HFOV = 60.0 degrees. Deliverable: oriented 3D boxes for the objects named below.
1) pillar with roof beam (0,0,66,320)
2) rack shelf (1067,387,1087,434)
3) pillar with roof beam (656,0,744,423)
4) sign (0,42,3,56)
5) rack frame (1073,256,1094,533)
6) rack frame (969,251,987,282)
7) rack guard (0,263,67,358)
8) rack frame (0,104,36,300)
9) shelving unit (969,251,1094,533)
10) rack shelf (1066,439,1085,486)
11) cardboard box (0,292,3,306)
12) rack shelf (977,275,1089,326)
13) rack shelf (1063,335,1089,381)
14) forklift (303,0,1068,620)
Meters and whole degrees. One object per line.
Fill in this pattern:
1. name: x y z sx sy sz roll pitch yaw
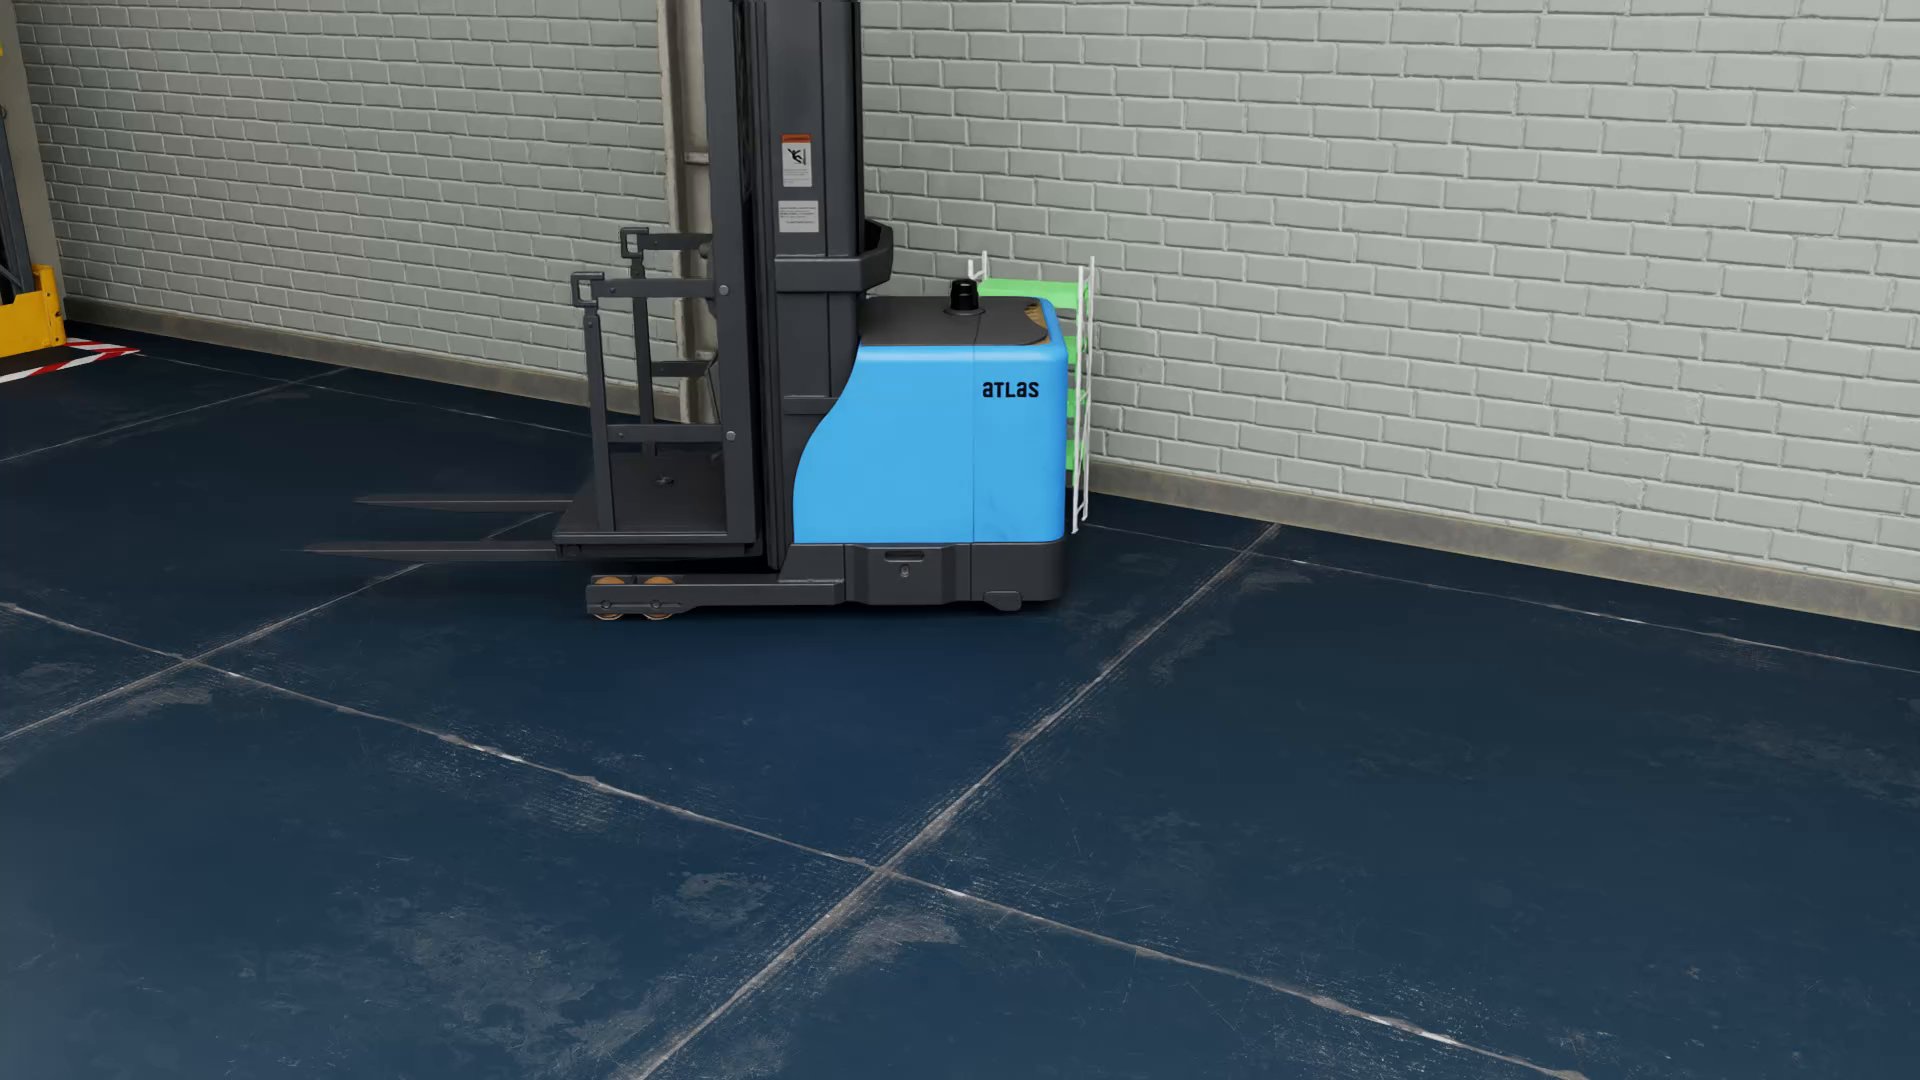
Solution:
1. pillar with roof beam: -8.569 -4.488 6.540 0.400 9.000 9.100 11 23 27
2. rack shelf: 0.312 -0.597 7.439 0.480 0.148 0.258 6 21 16
3. pillar with roof beam: -3.331 -3.490 3.789 0.400 9.000 9.100 11 23 27
4. sign: -6.025 -3.173 10.329 0.005 0.325 0.100 11 23 27
5. rack frame: 0.546 -0.634 7.352 0.015 1.200 0.240 6 21 16
6. rack frame: 0.078 -0.681 7.483 0.015 1.200 0.240 6 21 16
7. rack guard: -6.280 -1.386 10.452 0.348 0.500 1.175 11 23 27
8. rack frame: -6.301 -2.565 10.037 0.127 3.000 1.000 11 23 27
9. shelving unit: 0.312 -0.657 7.418 0.503 1.200 0.258 6 21 16
10. rack shelf: 0.312 -0.372 7.521 0.480 0.148 0.258 6 21 16
11. cardboard box: -6.635 -1.610 10.820 0.500 0.250 0.500 11 23 28
12. rack shelf: 0.312 -1.048 7.276 0.480 0.148 0.258 6 21 16
13. rack shelf: 0.312 -0.823 7.358 0.480 0.148 0.258 6 21 16
14. forklift: -1.098 -1.245 6.500 3.031 2.935 1.130 0 20 -1
